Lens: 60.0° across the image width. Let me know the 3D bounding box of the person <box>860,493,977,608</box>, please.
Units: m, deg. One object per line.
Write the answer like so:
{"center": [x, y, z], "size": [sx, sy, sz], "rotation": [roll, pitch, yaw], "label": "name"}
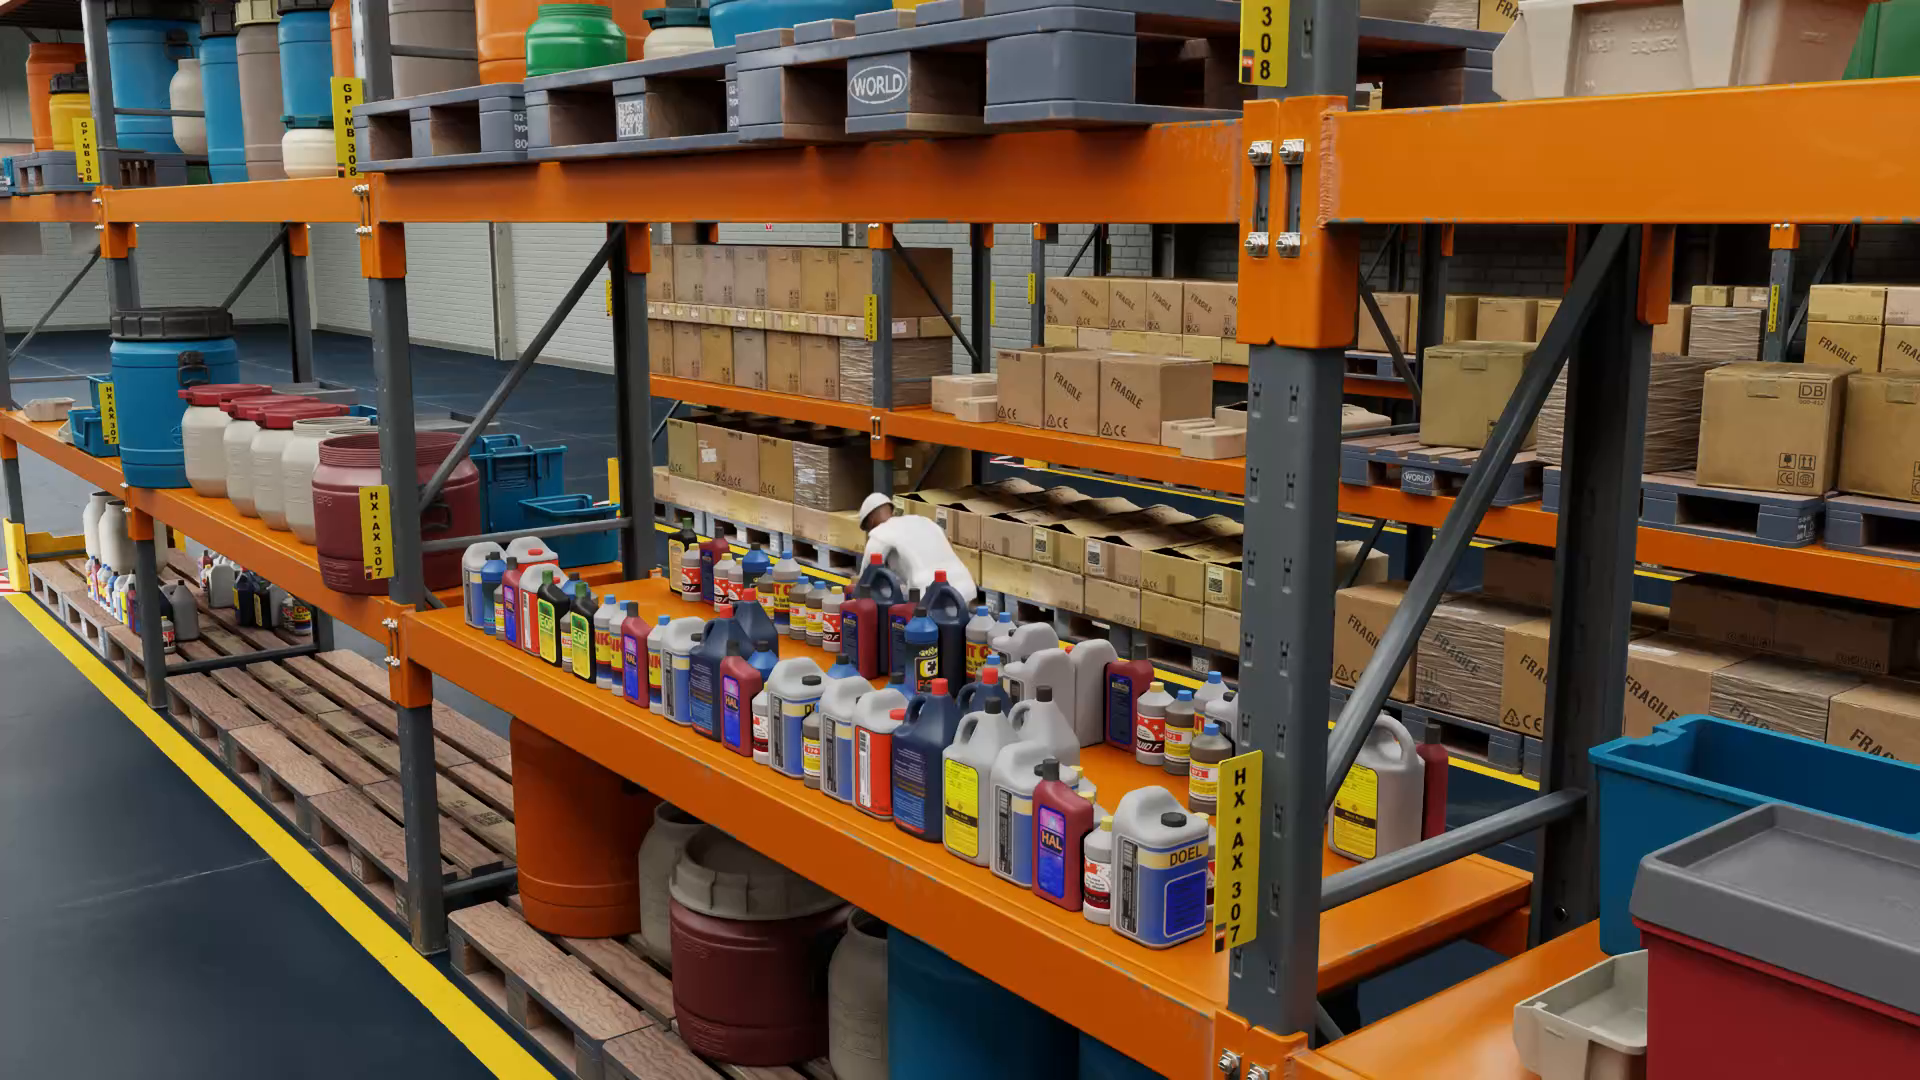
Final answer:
{"center": [-0.327, 0.238, 10.169], "size": [0.551, 1.007, 0.904], "rotation": [-9, 14, -39], "label": "person"}
